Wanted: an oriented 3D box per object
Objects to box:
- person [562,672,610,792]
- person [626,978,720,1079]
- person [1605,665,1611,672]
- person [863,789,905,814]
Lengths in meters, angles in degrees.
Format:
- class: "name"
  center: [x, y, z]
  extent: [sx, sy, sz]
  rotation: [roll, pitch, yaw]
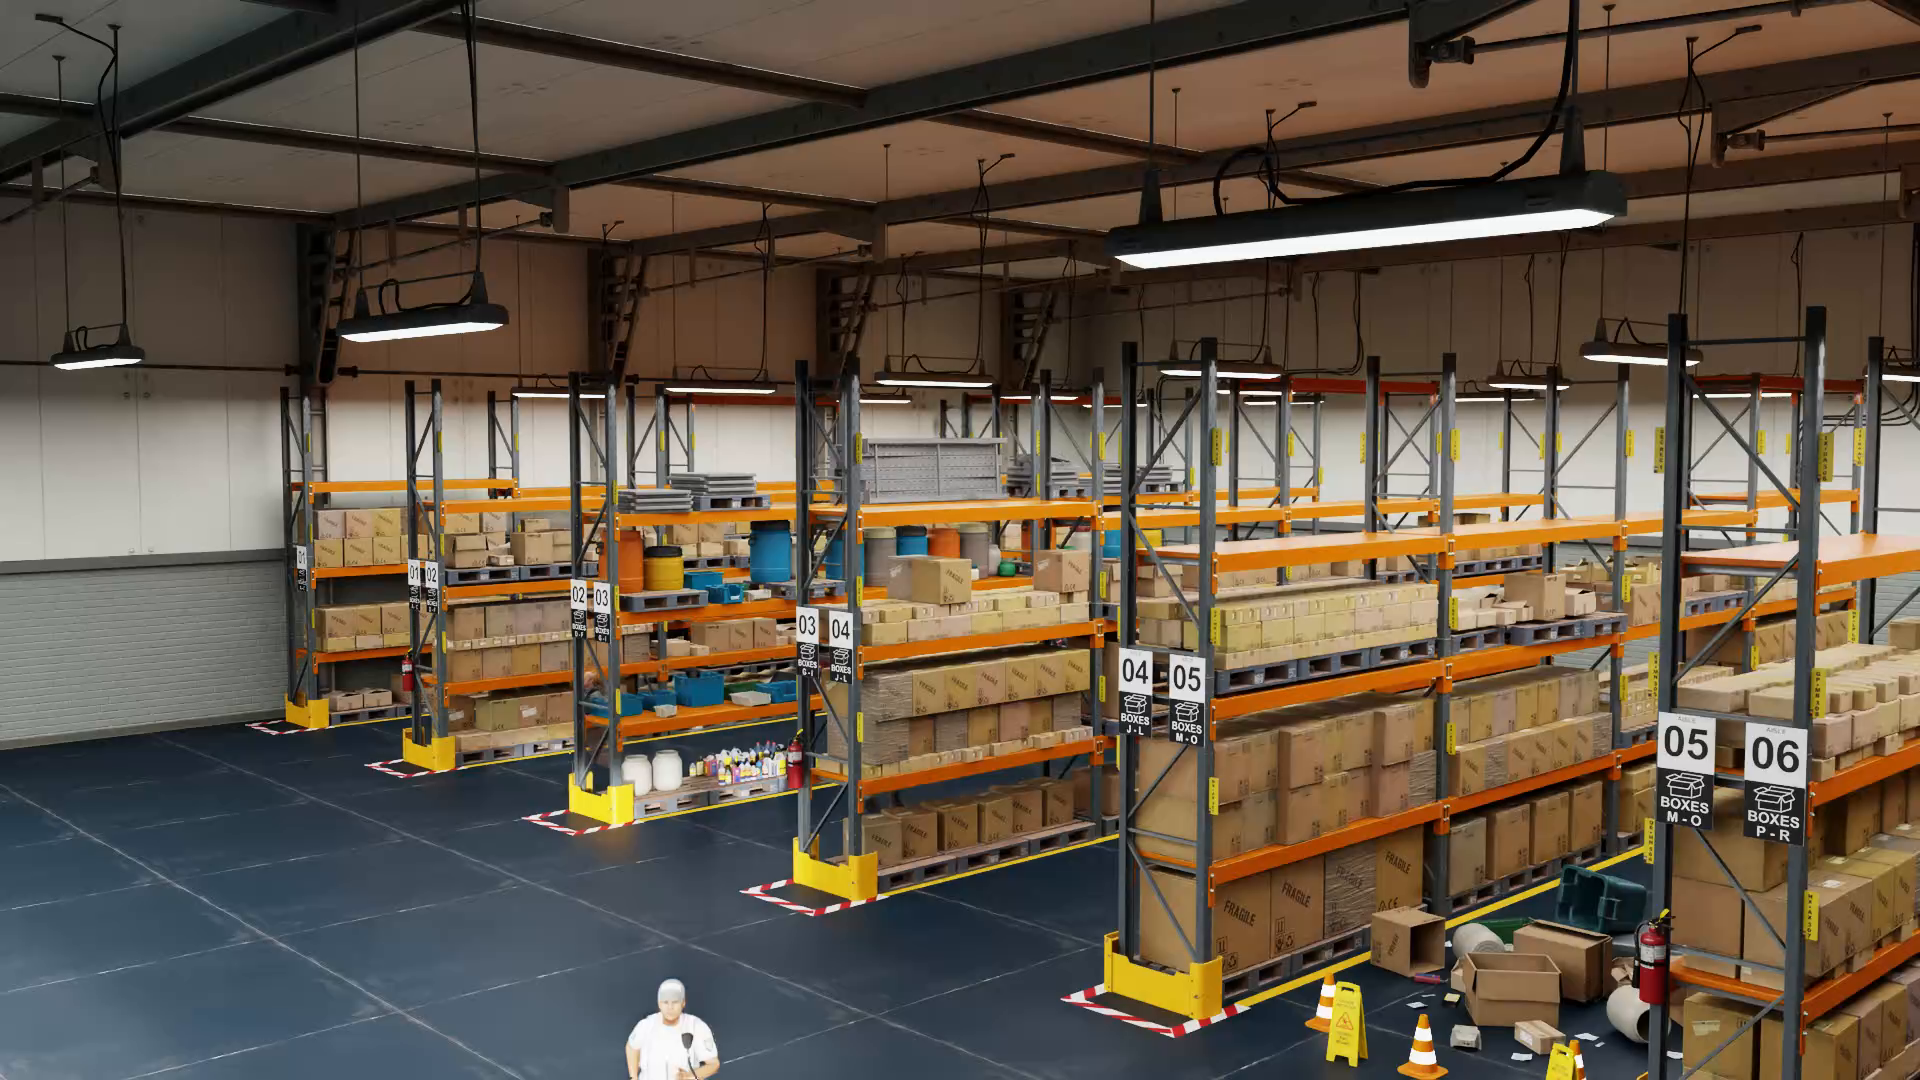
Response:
- class: "person"
  center: [-5.340, 2.758, 24.094]
  extent: [0.938, 1.722, 0.670]
  rotation: [-4, 5, -44]
- class: "person"
  center: [-1.843, 3.633, 10.657]
  extent: [0.607, 1.654, 0.923]
  rotation: [0, 4, -7]
- class: "person"
  center: [9.936, 2.725, 25.301]
  extent: [0.546, 1.666, 0.636]
  rotation: [-3, 5, -38]
- class: "person"
  center: [-0.966, 2.996, 21.124]
  extent: [0.537, 1.690, 0.803]
  rotation: [3, 5, 39]
